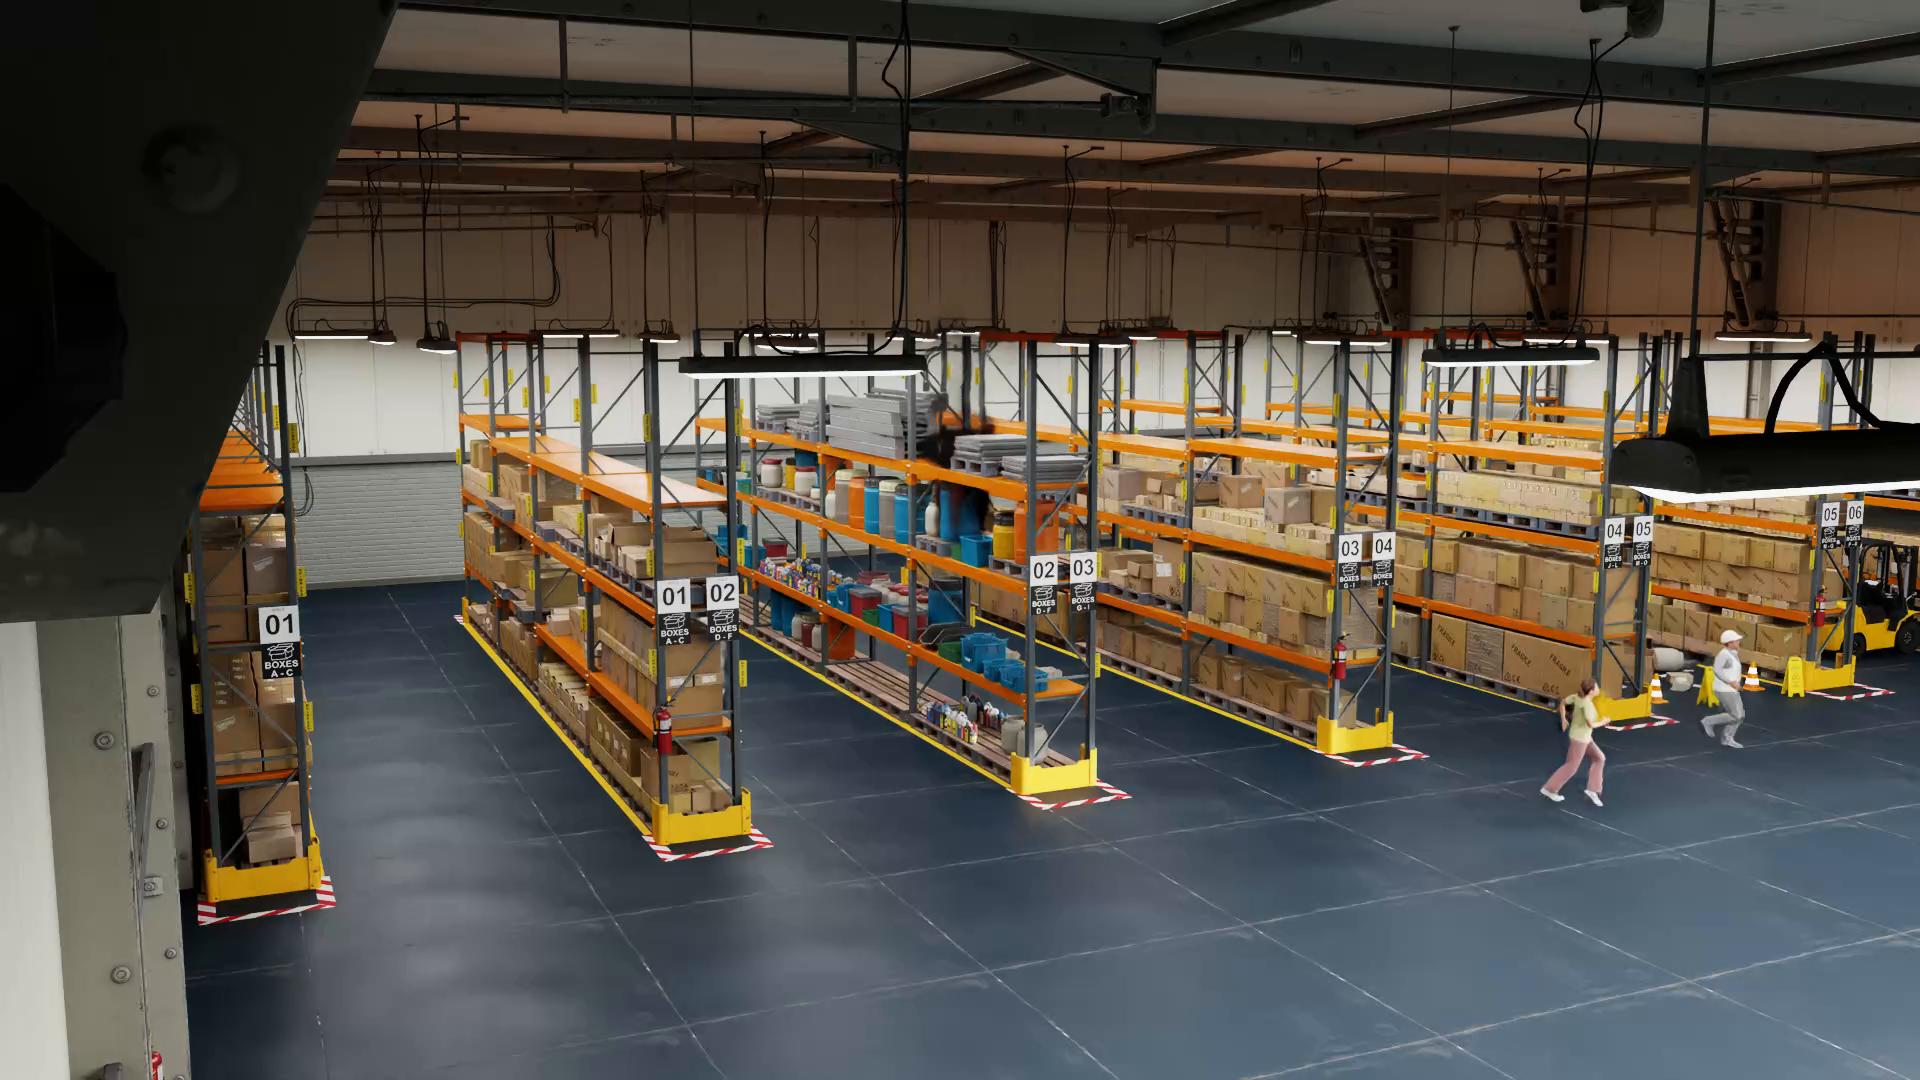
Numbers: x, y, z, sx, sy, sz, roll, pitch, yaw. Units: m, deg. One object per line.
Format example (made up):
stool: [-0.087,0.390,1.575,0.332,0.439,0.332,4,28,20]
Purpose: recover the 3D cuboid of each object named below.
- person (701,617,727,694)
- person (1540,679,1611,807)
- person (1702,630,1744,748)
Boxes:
person: [-3.986,1.805,27.151,0.554,1.646,0.911,-5,9,-31]
person: [7.966,2.622,21.514,0.819,1.699,0.599,1,8,7]
person: [11.274,2.189,24.505,0.569,1.742,0.670,6,10,39]
